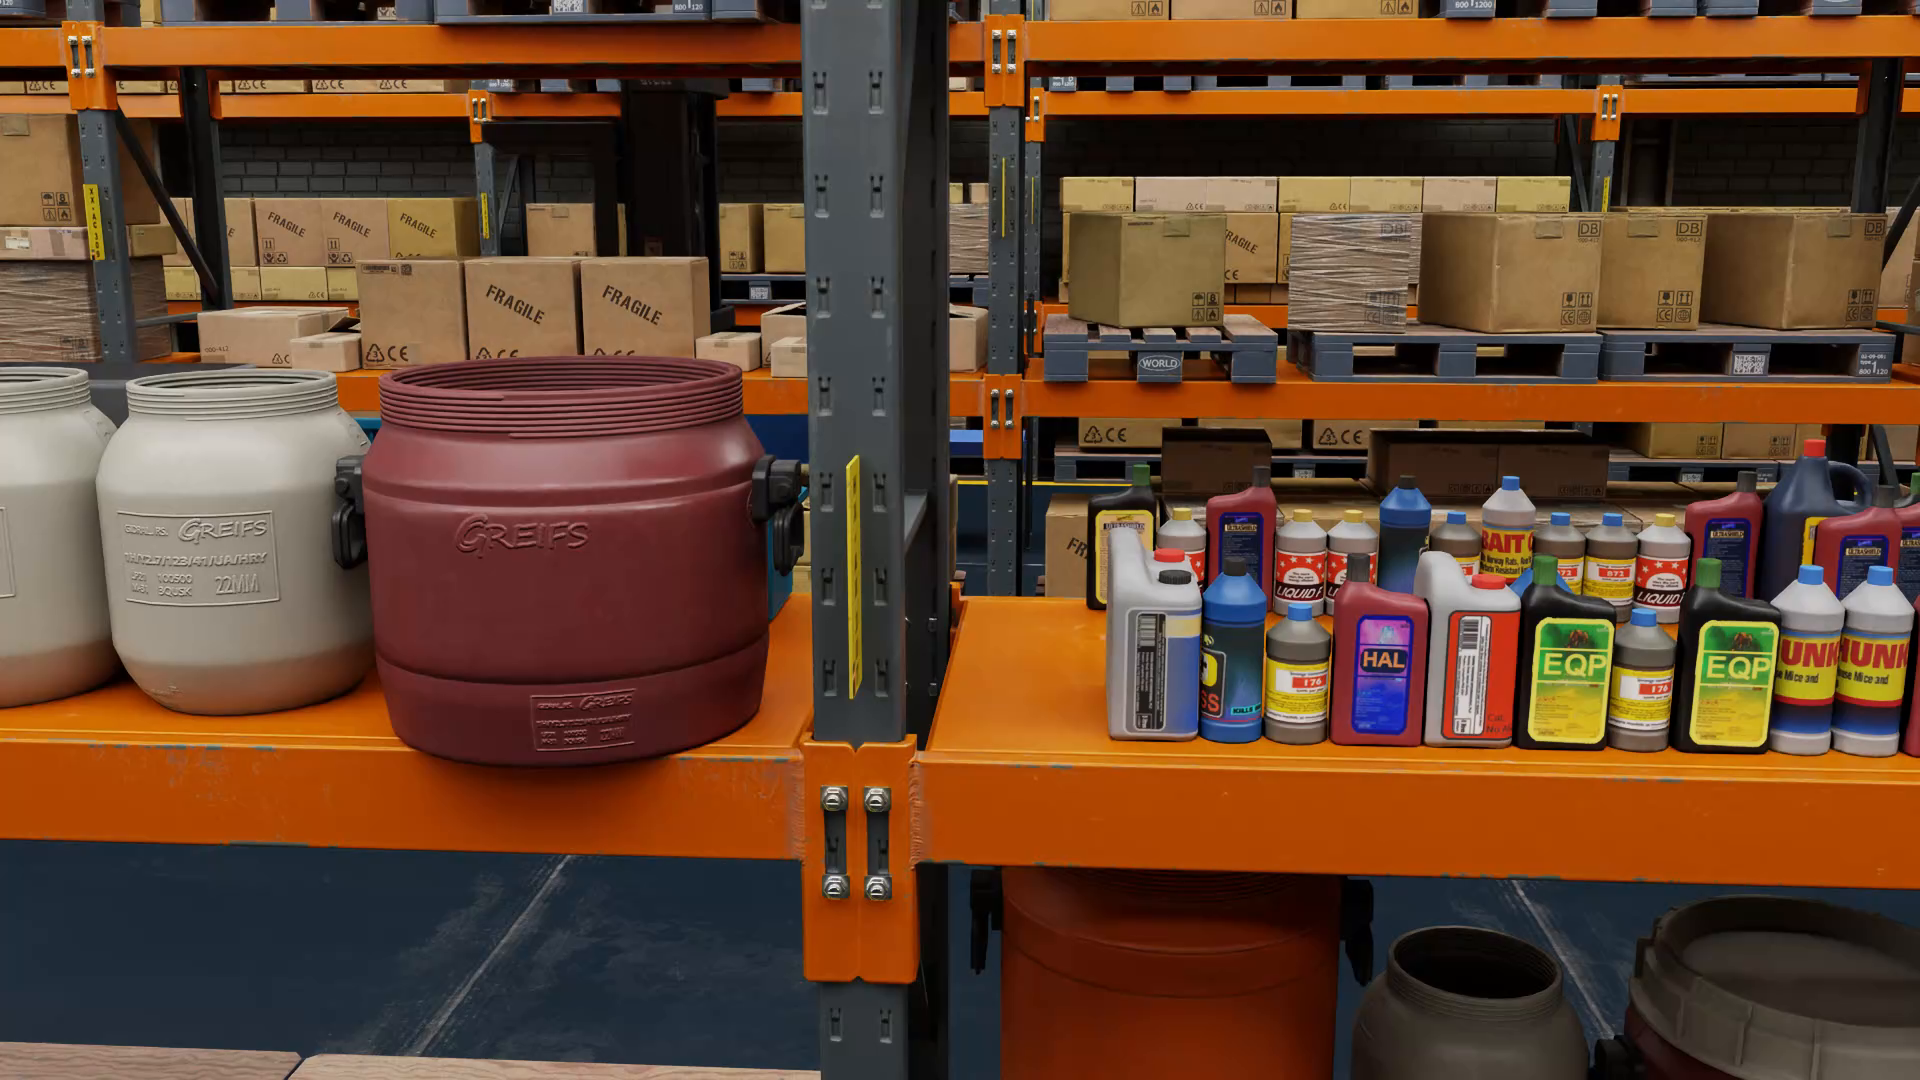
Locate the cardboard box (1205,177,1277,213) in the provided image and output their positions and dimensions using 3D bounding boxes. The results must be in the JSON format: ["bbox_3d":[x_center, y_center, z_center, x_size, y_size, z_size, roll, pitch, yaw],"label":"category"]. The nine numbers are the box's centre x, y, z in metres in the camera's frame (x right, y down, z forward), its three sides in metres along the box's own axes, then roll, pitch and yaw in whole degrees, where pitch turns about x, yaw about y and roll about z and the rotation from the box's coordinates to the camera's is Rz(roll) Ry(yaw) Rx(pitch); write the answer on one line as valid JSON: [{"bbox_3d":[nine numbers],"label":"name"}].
[{"bbox_3d":[2.017,-2.505,12.065,0.500,0.250,0.500,1,12,4],"label":"cardboard box"}]

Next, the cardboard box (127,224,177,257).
[{"bbox_3d":[-4.028,-1.458,8.083,0.250,0.149,0.380,1,12,4],"label":"cardboard box"}]

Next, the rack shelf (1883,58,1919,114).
[{"bbox_3d":[6.205,-2.027,7.065,4.000,0.370,1.077,1,12,4],"label":"rack shelf"}]

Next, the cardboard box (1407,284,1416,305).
[{"bbox_3d":[3.165,-1.804,12.132,0.250,0.149,0.380,1,12,4],"label":"cardboard box"}]

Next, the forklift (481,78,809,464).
[{"bbox_3d":[-2.250,-1.485,10.210,3.031,2.935,1.130,1,12,5],"label":"forklift"}]

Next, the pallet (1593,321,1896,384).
[{"bbox_3d":[3.420,-0.878,7.608,1.213,0.211,1.003,1,12,4],"label":"pallet"}]

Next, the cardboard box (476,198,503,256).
[{"bbox_3d":[-3.900,-2.413,12.962,0.500,0.500,0.500,1,12,2],"label":"cardboard box"}]

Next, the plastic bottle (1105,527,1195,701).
[{"bbox_3d":[0.304,0.120,2.671,0.135,0.276,0.152,1,12,4],"label":"plastic bottle"}]

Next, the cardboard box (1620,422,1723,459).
[{"bbox_3d":[5.276,-0.902,12.332,0.500,0.500,0.700,1,12,4],"label":"cardboard box"}]

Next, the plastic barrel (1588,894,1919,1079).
[{"bbox_3d":[1.500,1.012,2.968,0.708,0.588,0.600,1,12,4],"label":"plastic barrel"}]

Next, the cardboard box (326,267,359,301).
[{"bbox_3d":[-4.435,-1.950,12.580,0.500,0.250,0.500,1,12,4],"label":"cardboard box"}]

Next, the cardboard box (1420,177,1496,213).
[{"bbox_3d":[3.544,-2.485,11.972,0.500,0.250,0.500,1,12,5],"label":"cardboard box"}]

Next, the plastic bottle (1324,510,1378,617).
[{"bbox_3d":[0.757,0.044,3.217,0.097,0.201,0.097,0,12,0],"label":"plastic bottle"}]

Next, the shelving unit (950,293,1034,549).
[{"bbox_3d":[-0.085,-0.735,10.120,1.048,1.500,0.538,1,12,4],"label":"shelving unit"}]

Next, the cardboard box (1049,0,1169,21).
[{"bbox_3d":[0.656,-2.511,7.378,0.500,0.500,0.910,1,12,4],"label":"cardboard box"}]

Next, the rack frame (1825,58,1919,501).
[{"bbox_3d":[4.210,-0.939,7.429,0.127,3.000,1.000,1,12,4],"label":"rack frame"}]

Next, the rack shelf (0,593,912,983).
[{"bbox_3d":[-2.112,0.343,3.058,4.000,0.370,1.077,1,12,4],"label":"rack shelf"}]

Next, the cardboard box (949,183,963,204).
[{"bbox_3d":[-0.122,-2.587,12.407,0.250,0.149,0.380,-1,12,-6],"label":"cardboard box"}]

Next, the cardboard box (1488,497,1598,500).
[{"bbox_3d":[2.712,0.000,7.974,0.500,0.500,0.500,1,12,4],"label":"cardboard box"}]

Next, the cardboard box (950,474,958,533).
[{"bbox_3d":[-0.284,-0.195,8.193,0.500,0.311,0.500,1,12,6],"label":"cardboard box"}]

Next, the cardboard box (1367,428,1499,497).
[{"bbox_3d":[2.245,-0.374,7.931,0.500,0.250,0.500,1,12,3],"label":"cardboard box"}]

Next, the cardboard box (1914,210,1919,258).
[{"bbox_3d":[4.731,-1.523,7.537,0.500,0.500,0.500,1,12,4],"label":"cardboard box"}]

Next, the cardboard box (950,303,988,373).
[{"bbox_3d":[-0.141,-0.964,7.767,0.500,0.311,0.500,2,12,7],"label":"cardboard box"}]

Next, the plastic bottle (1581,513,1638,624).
[{"bbox_3d":[1.243,0.051,3.186,0.097,0.201,0.097,0,12,0],"label":"plastic bottle"}]

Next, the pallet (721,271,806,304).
[{"bbox_3d":[-1.432,-1.930,12.638,1.213,0.211,1.003,1,12,4],"label":"pallet"}]

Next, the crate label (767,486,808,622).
[{"bbox_3d":[-0.511,0.018,3.265,0.416,0.233,0.303,1,12,4],"label":"crate label"}]

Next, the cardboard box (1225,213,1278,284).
[{"bbox_3d":[2.030,-2.135,12.128,0.500,0.500,0.500,1,12,4],"label":"cardboard box"}]

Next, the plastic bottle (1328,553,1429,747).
[{"bbox_3d":[0.619,0.161,2.456,0.133,0.283,0.061,1,12,4],"label":"plastic bottle"}]

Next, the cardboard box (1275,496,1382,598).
[{"bbox_3d":[1.676,0.093,7.527,0.500,0.500,0.500,1,12,3],"label":"cardboard box"}]

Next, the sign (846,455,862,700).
[{"bbox_3d":[-0.146,0.051,2.299,0.005,0.325,0.100,1,12,4],"label":"sign"}]

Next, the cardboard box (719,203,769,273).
[{"bbox_3d":[-1.724,-2.299,12.613,0.500,0.500,0.700,2,12,12],"label":"cardboard box"}]

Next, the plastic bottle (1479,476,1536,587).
[{"bbox_3d":[1.049,0.014,3.191,0.097,0.271,0.097,0,12,0],"label":"plastic bottle"}]

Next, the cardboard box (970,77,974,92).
[{"bbox_3d":[-0.157,-3.589,12.482,0.500,0.500,0.500,1,12,4],"label":"cardboard box"}]

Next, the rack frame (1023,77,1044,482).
[{"bbox_3d":[0.546,-2.005,12.529,0.127,3.000,1.000,1,12,4],"label":"rack frame"}]

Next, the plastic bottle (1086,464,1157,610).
[{"bbox_3d":[0.316,-0.006,3.256,0.133,0.283,0.061,1,12,4],"label":"plastic bottle"}]

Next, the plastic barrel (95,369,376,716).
[{"bbox_3d":[-1.157,-0.007,2.701,0.421,0.512,0.421,0,12,0],"label":"plastic barrel"}]

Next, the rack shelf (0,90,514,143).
[{"bbox_3d":[-5.441,-3.204,12.688,4.000,0.370,1.077,1,12,4],"label":"rack shelf"}]

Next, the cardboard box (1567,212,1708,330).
[{"bbox_3d":[3.062,-1.242,7.609,0.500,0.500,0.700,3,12,13],"label":"cardboard box"}]

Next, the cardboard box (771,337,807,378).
[{"bbox_3d":[-0.697,-0.826,7.506,0.250,0.149,0.380,1,12,4],"label":"cardboard box"}]

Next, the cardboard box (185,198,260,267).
[{"bbox_3d":[-5.457,-2.329,12.560,0.500,0.500,0.500,1,12,6],"label":"cardboard box"}]

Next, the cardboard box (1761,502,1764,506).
[{"bbox_3d":[3.698,0.121,7.393,0.500,0.500,0.500,1,12,3],"label":"cardboard box"}]

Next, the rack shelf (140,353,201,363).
[{"bbox_3d":[-5.768,-0.723,8.157,4.000,0.370,1.077,1,12,4],"label":"rack shelf"}]

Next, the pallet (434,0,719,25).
[{"bbox_3d":[-1.581,-2.375,7.431,1.213,0.211,1.003,1,12,6],"label":"pallet"}]

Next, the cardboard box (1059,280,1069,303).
[{"bbox_3d":[0.859,-1.840,12.305,0.250,0.149,0.380,1,12,3],"label":"cardboard box"}]

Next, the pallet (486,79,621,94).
[{"bbox_3d":[-2.836,-3.406,12.359,1.003,0.211,1.213,1,12,4],"label":"pallet"}]

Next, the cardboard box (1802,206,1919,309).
[{"bbox_3d":[6.532,-2.068,12.094,0.700,0.700,0.980,0,12,1],"label":"cardboard box"}]

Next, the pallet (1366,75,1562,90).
[{"bbox_3d":[3.619,-3.328,11.992,1.217,0.209,0.805,0,12,1],"label":"pallet"}]

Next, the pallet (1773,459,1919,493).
[{"bbox_3d":[6.511,-0.543,12.350,1.213,0.211,1.003,1,12,4],"label":"pallet"}]

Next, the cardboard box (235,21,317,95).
[{"bbox_3d":[-5.025,-3.553,12.308,0.500,0.500,0.500,0,12,2],"label":"cardboard box"}]

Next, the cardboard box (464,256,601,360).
[{"bbox_3d":[-1.982,-1.069,7.809,0.500,0.500,0.500,1,12,4],"label":"cardboard box"}]

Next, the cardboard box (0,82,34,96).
[{"bbox_3d":[-7.119,-3.586,12.467,0.500,0.500,0.500,1,12,5],"label":"cardboard box"}]

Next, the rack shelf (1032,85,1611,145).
[{"bbox_3d":[2.541,-3.094,12.165,4.000,0.370,1.077,1,12,4],"label":"rack shelf"}]

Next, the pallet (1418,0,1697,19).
[{"bbox_3d":[2.529,-2.352,7.318,1.003,0.211,1.213,1,12,4],"label":"pallet"}]

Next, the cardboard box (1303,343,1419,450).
[{"bbox_3d":[2.993,-1.098,12.416,0.750,0.750,0.750,1,12,5],"label":"cardboard box"}]

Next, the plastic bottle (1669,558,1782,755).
[{"bbox_3d":[1.116,0.168,2.423,0.133,0.283,0.061,1,12,4],"label":"plastic bottle"}]
